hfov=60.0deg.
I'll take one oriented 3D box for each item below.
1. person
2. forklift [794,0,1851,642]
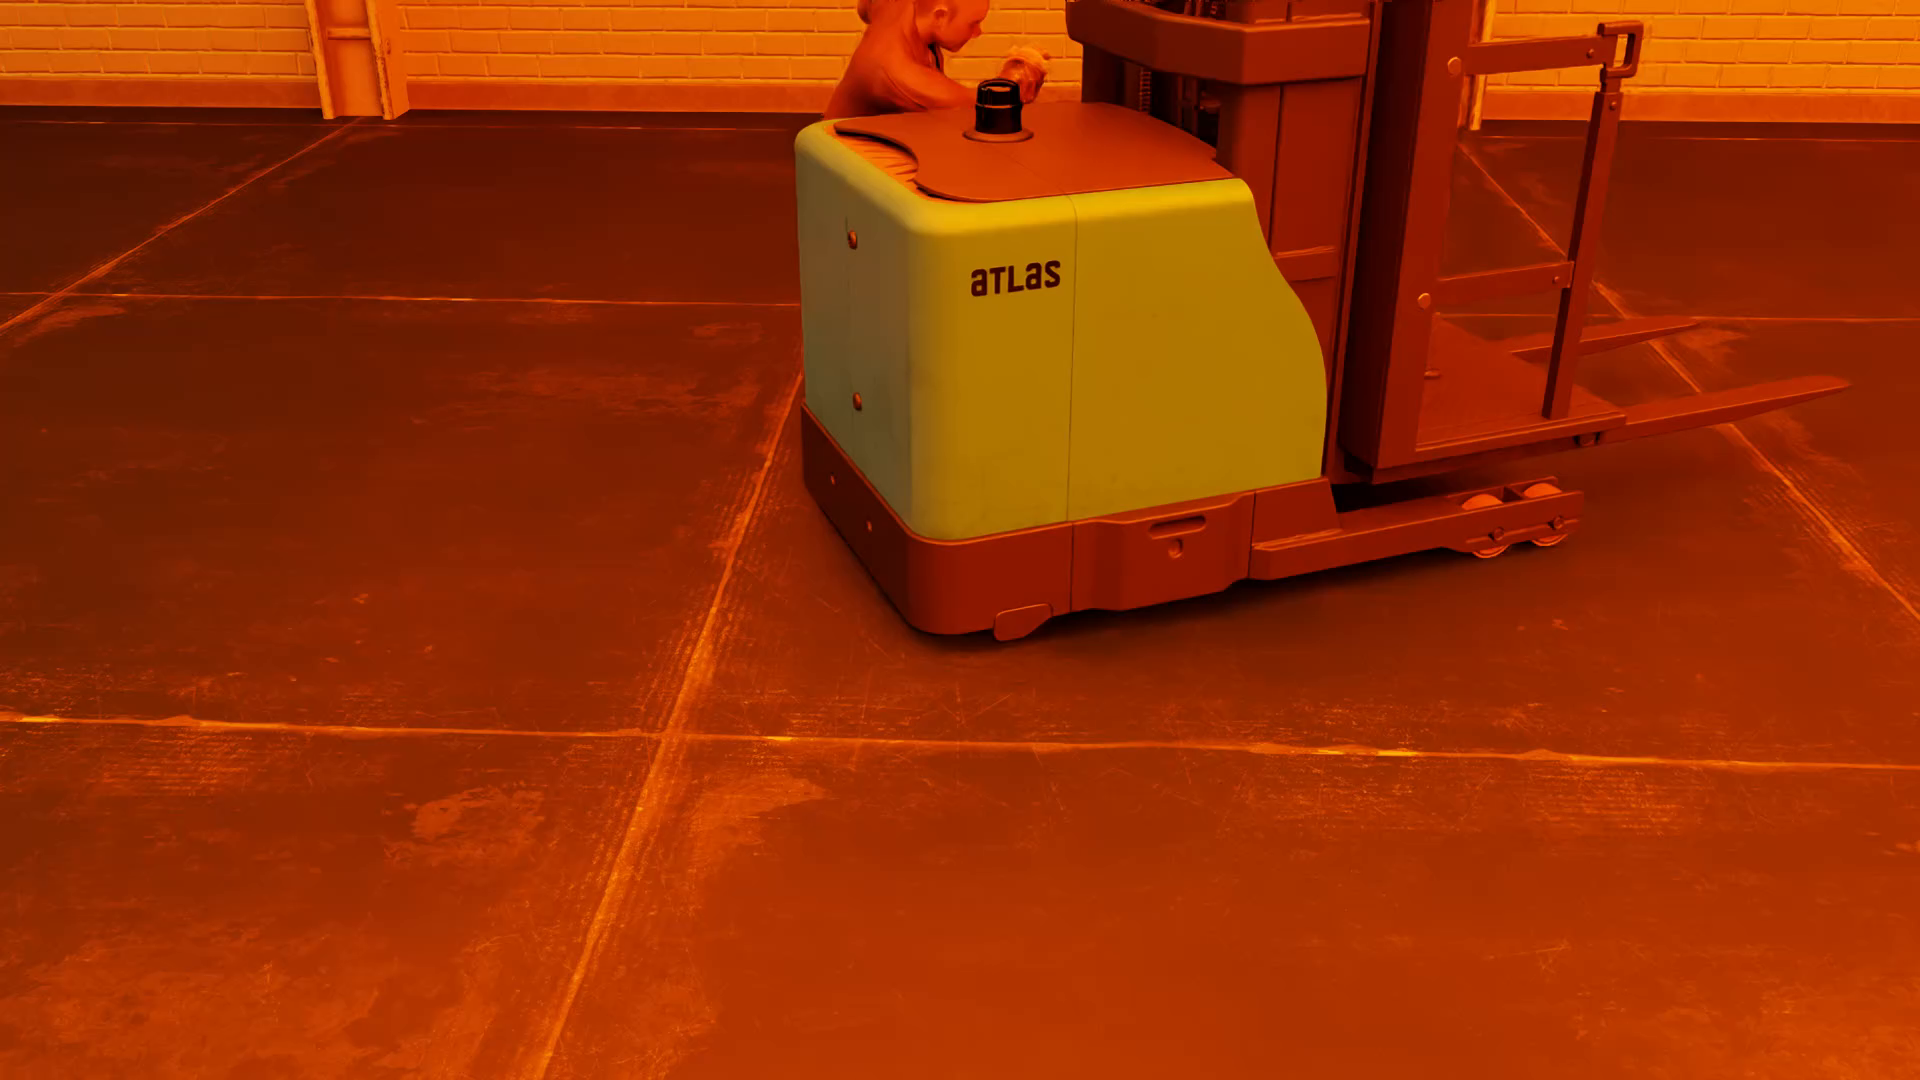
[{"bbox_3d":[-0.028,-1.079,5.162,0.887,1.442,1.357,5,27,10],"label":"person"},{"bbox_3d":[1.131,-1.473,4.194,3.031,2.935,1.130,-10,28,-19],"label":"forklift"}]
